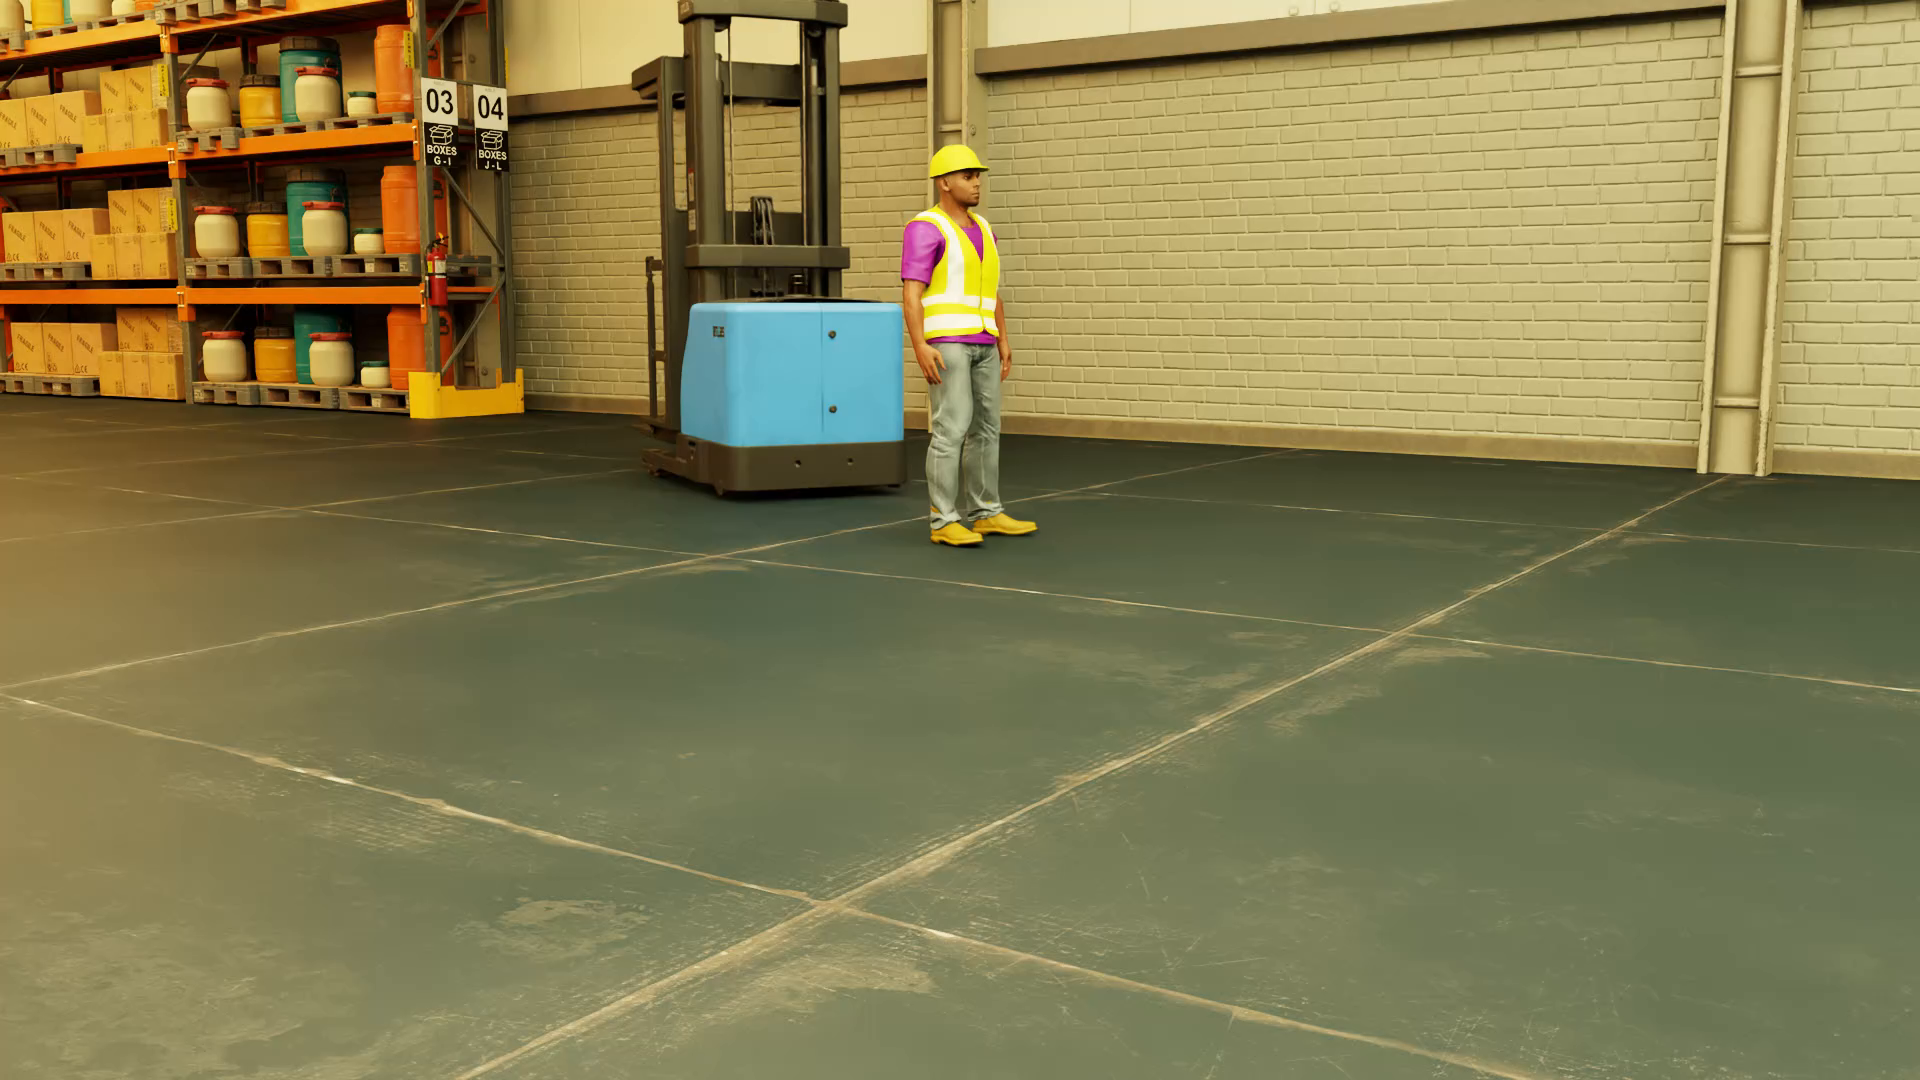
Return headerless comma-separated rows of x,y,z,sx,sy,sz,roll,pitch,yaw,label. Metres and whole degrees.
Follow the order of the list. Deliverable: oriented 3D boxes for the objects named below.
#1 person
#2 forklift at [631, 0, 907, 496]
0.017,-0.876,7.497,0.424,1.769,0.677,5,10,34,person
-1.369,-1.861,10.282,1.130,2.935,3.031,-4,9,-24,forklift
